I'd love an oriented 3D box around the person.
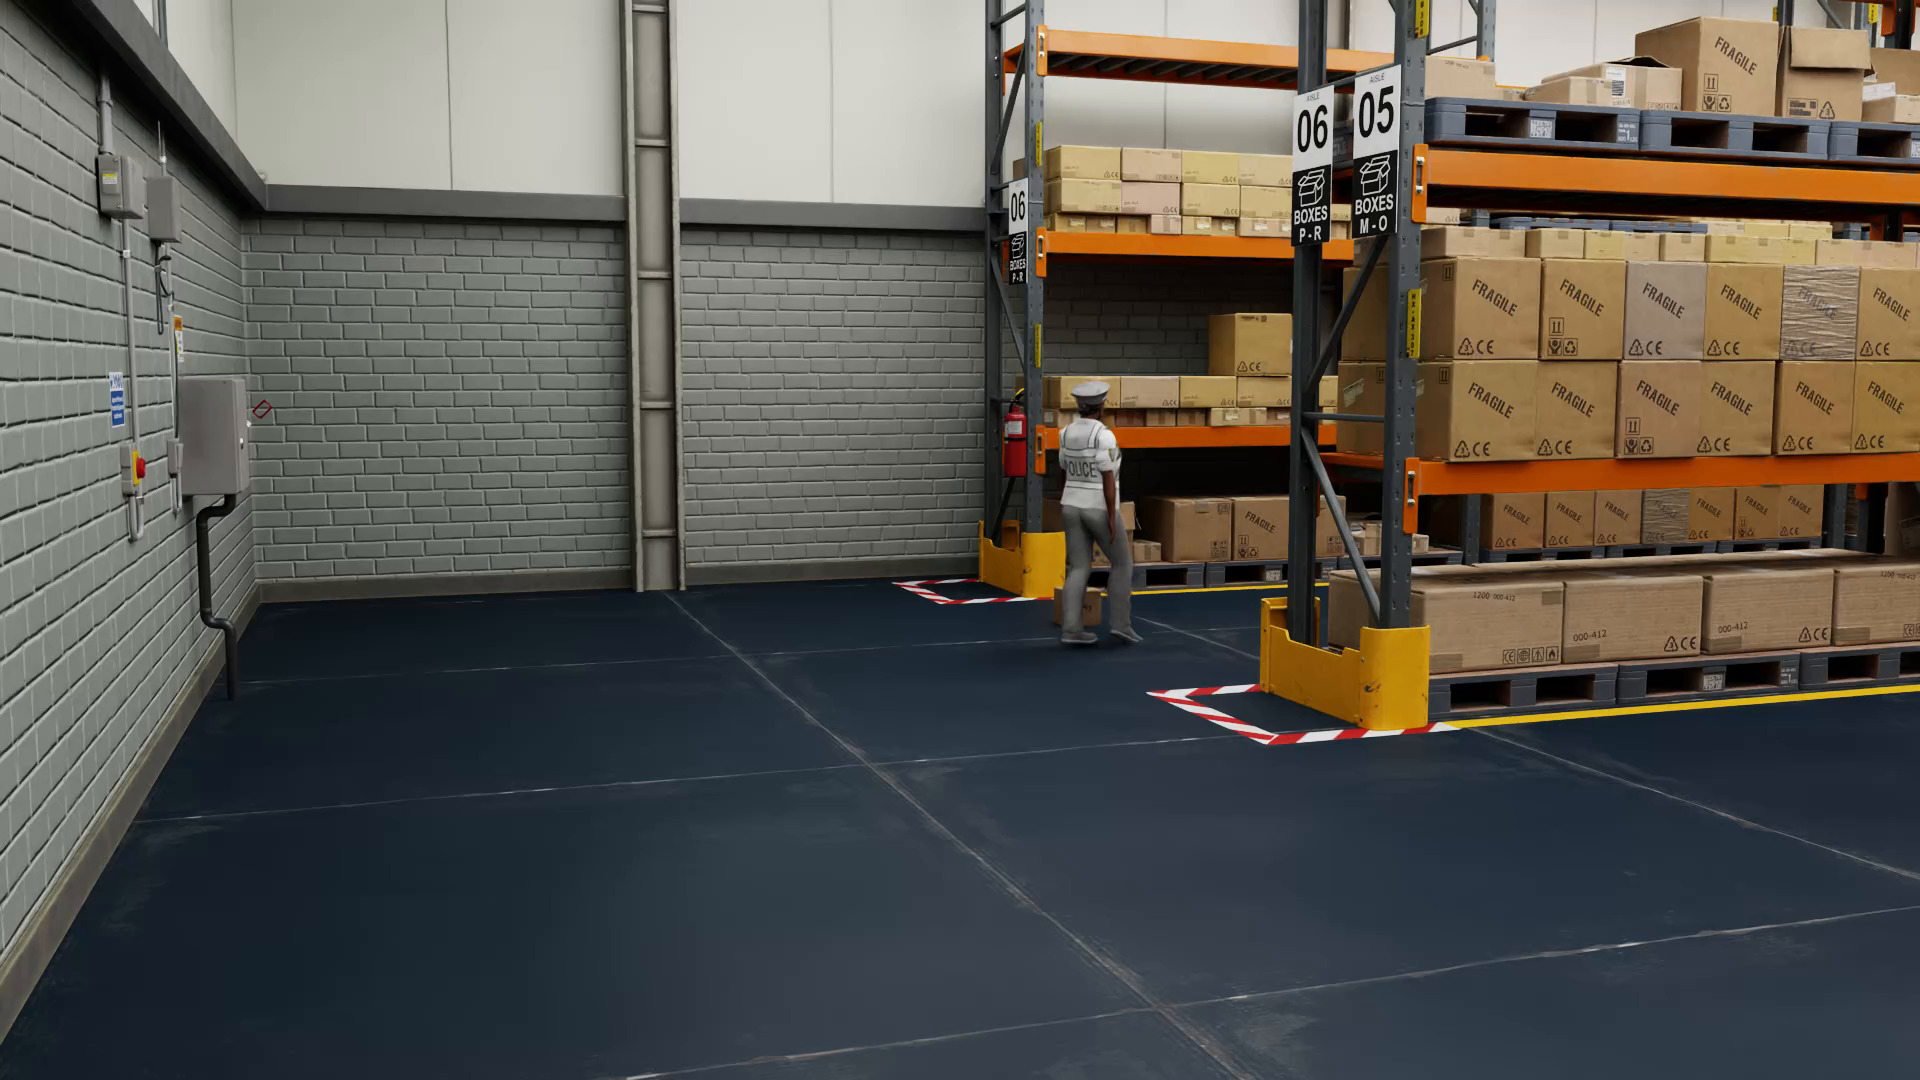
[{"bbox_3d":[0.890,-0.157,10.616,0.505,1.718,0.614,5,8,40],"label":"person"}]
